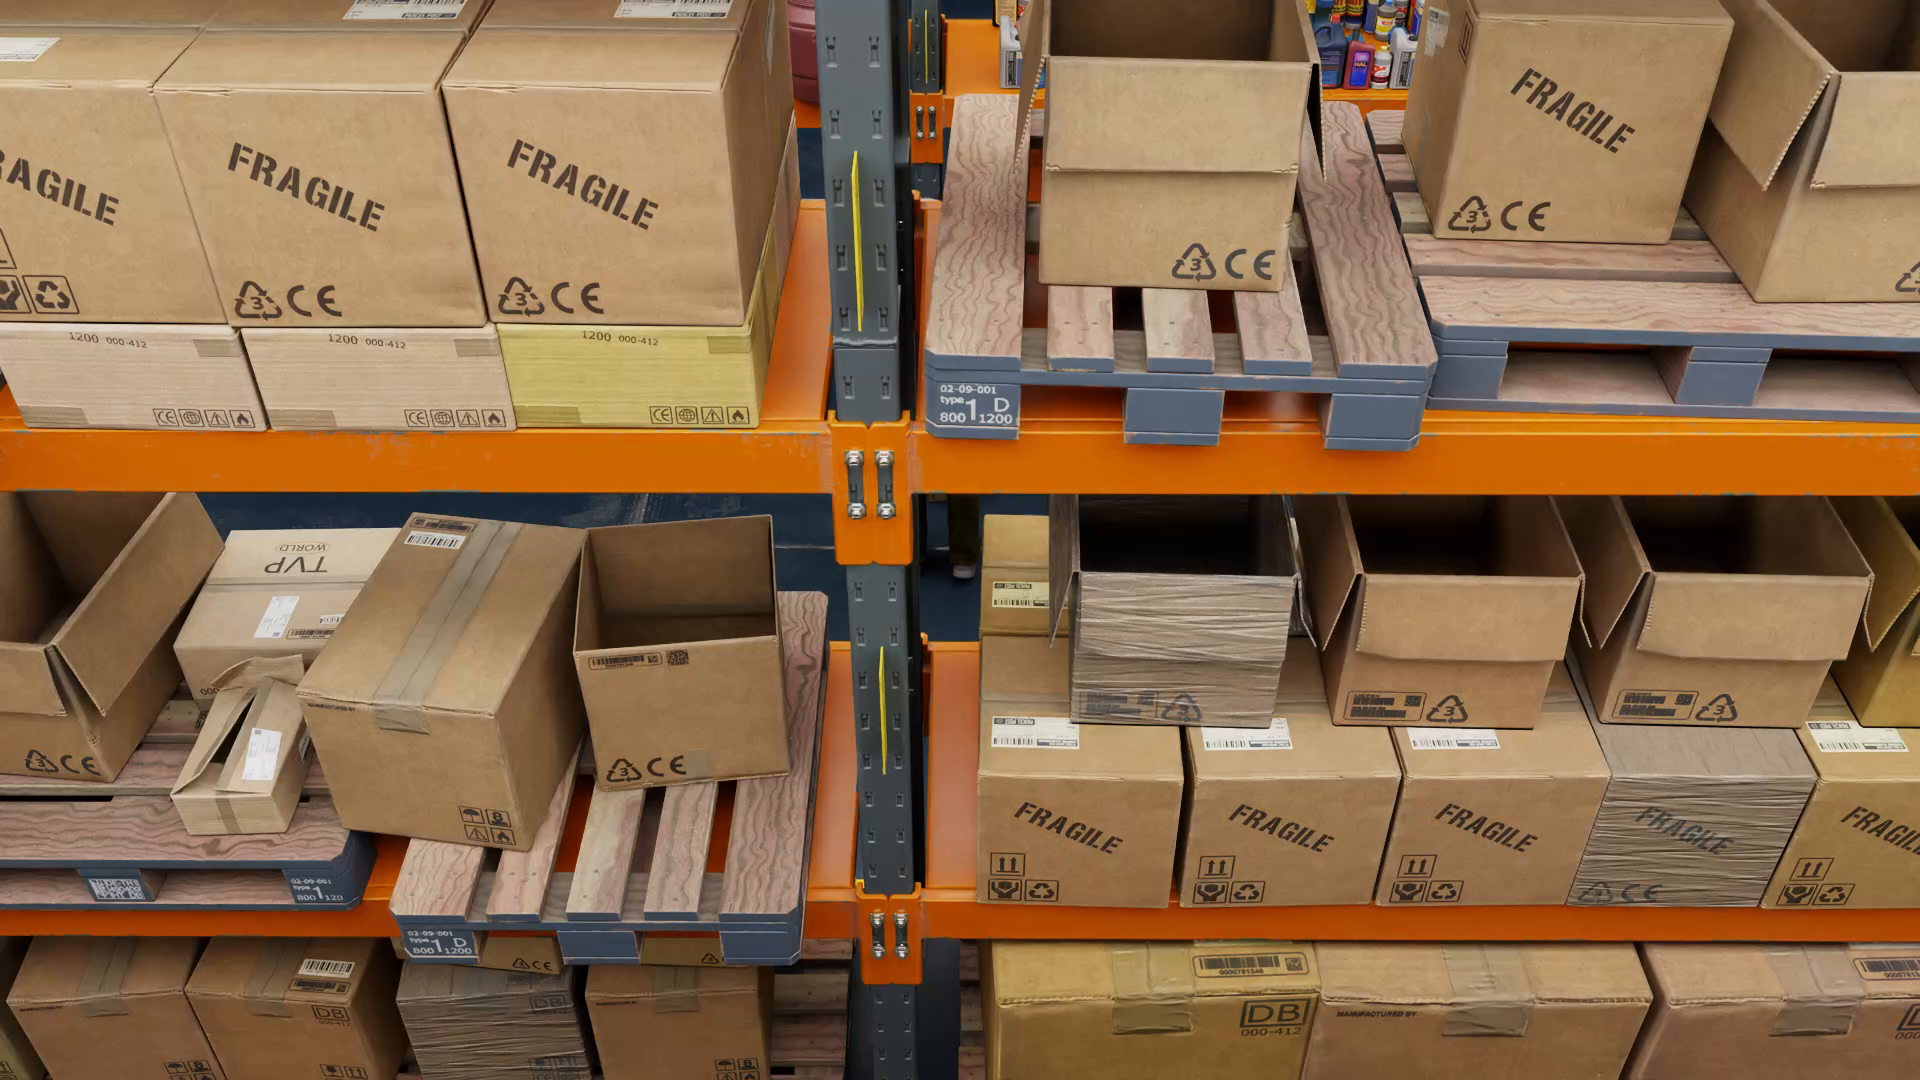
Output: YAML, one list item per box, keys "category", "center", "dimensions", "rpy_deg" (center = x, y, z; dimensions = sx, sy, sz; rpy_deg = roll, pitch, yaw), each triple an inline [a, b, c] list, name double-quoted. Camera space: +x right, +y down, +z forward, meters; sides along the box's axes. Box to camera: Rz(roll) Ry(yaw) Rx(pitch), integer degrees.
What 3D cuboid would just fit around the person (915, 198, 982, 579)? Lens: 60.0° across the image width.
- category: "person"
  center: [-0.123, -0.608, 6.940]
  dimensions: [0.561, 1.809, 0.397]
  rpy_deg: [1, 39, 1]
